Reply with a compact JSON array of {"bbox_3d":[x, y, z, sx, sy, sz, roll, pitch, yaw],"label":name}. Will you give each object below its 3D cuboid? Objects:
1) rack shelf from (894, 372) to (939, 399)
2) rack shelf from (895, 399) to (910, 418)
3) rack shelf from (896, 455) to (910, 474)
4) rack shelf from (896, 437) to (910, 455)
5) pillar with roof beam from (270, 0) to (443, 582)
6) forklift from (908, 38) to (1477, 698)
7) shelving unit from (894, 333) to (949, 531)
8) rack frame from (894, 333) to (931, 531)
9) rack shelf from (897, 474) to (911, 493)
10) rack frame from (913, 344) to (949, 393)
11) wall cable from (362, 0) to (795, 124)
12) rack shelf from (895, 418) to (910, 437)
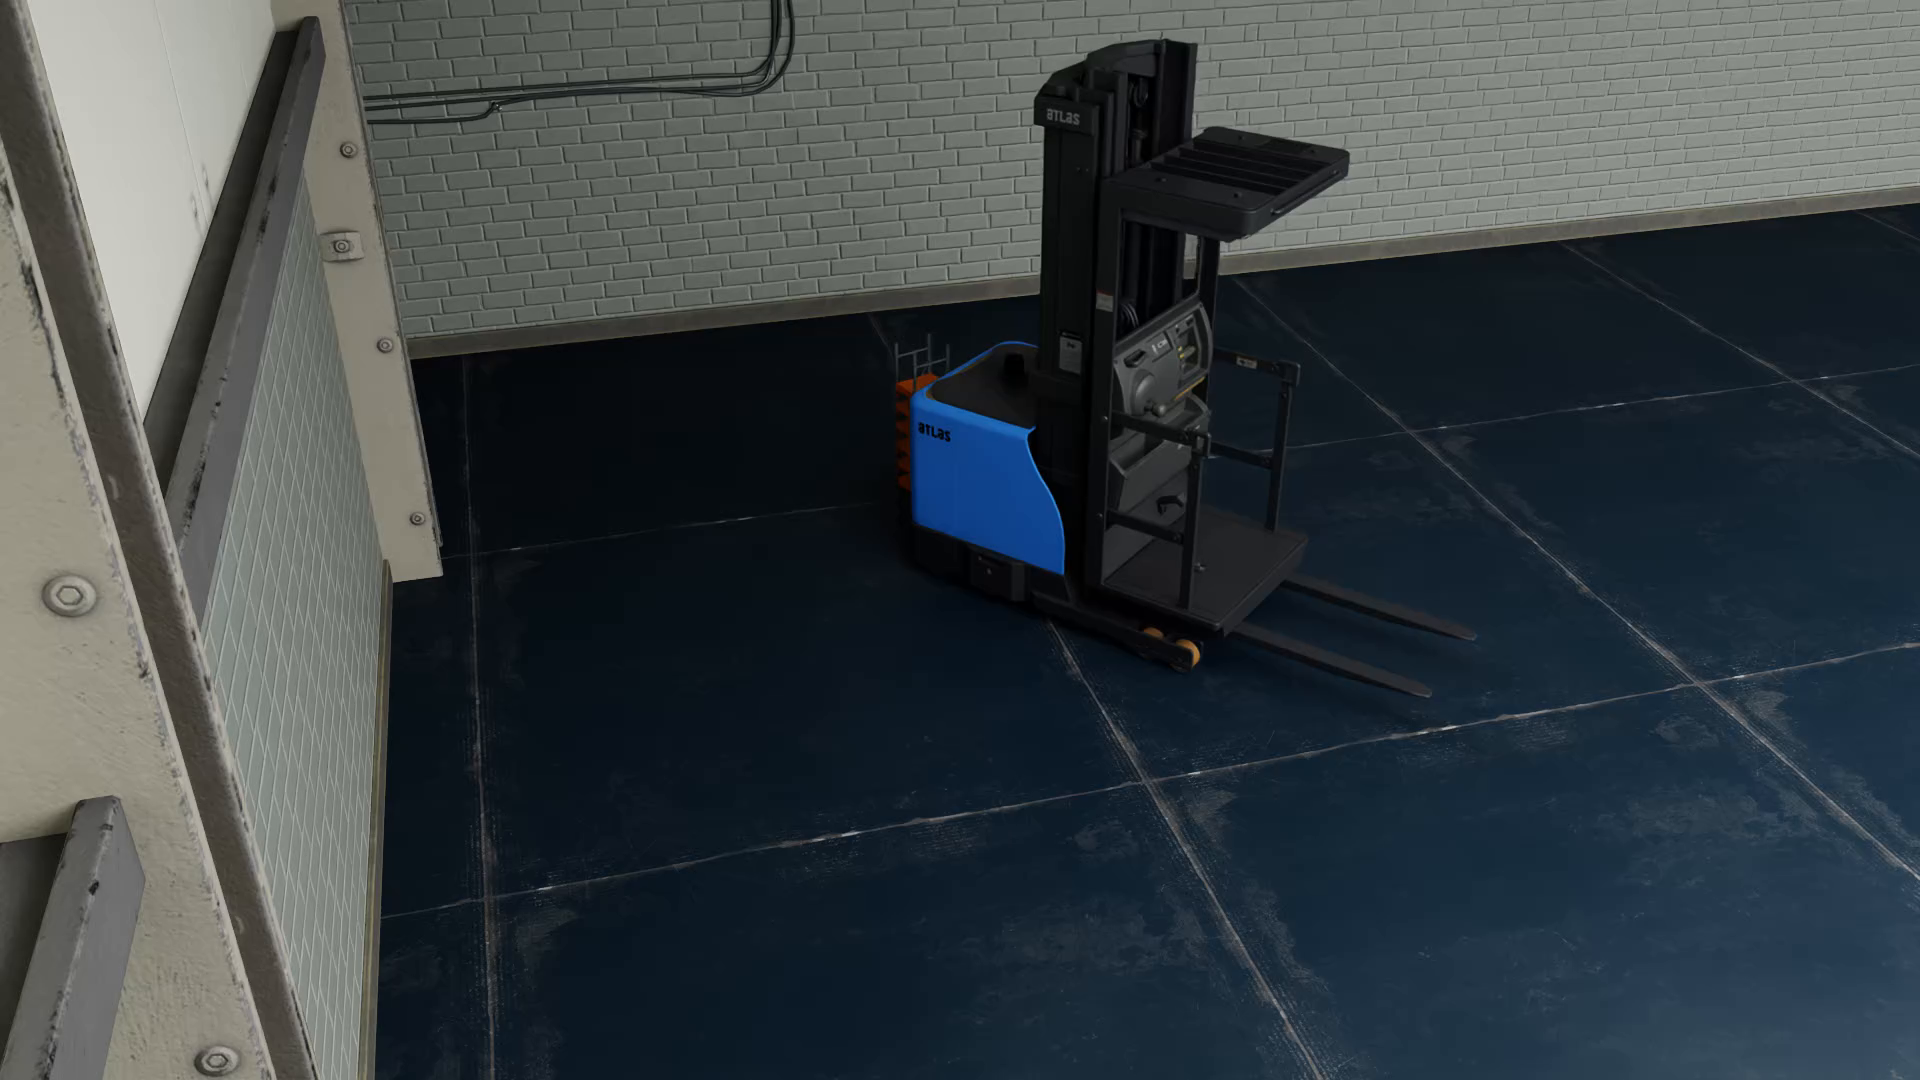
[{"bbox_3d":[-0.212,-0.844,9.381,0.258,0.103,0.180,-20,35,-30],"label":"rack shelf"},{"bbox_3d":[-0.212,-0.741,9.441,0.258,0.103,0.180,-20,35,-30],"label":"rack shelf"},{"bbox_3d":[-0.212,-0.429,9.622,0.258,0.103,0.180,-20,35,-30],"label":"rack shelf"},{"bbox_3d":[-0.212,-0.533,9.562,0.258,0.103,0.180,-20,35,-30],"label":"rack shelf"},{"bbox_3d":[1.026,-4.341,8.266,9.100,9.000,0.400,-8,31,-13],"label":"pillar with roof beam"},{"bbox_3d":[1.208,-0.891,8.364,3.031,2.935,1.130,19,35,30],"label":"forklift"},{"bbox_3d":[-0.212,-0.571,9.539,0.258,1.200,0.189,-20,35,-30],"label":"shelving unit"},{"bbox_3d":[-0.265,-0.609,9.604,0.240,1.200,0.006,-20,35,-30],"label":"rack frame"},{"bbox_3d":[-0.212,-0.325,9.682,0.258,0.103,0.180,-20,35,-30],"label":"rack shelf"},{"bbox_3d":[-0.159,-0.534,9.475,0.240,1.200,0.006,-20,35,-30],"label":"rack frame"},{"bbox_3d":[-2.632,-4.023,10.817,3.097,2.526,0.112,-8,31,-13],"label":"wall cable"},{"bbox_3d":[-0.212,-0.637,9.501,0.258,0.103,0.180,-20,35,-30],"label":"rack shelf"}]
